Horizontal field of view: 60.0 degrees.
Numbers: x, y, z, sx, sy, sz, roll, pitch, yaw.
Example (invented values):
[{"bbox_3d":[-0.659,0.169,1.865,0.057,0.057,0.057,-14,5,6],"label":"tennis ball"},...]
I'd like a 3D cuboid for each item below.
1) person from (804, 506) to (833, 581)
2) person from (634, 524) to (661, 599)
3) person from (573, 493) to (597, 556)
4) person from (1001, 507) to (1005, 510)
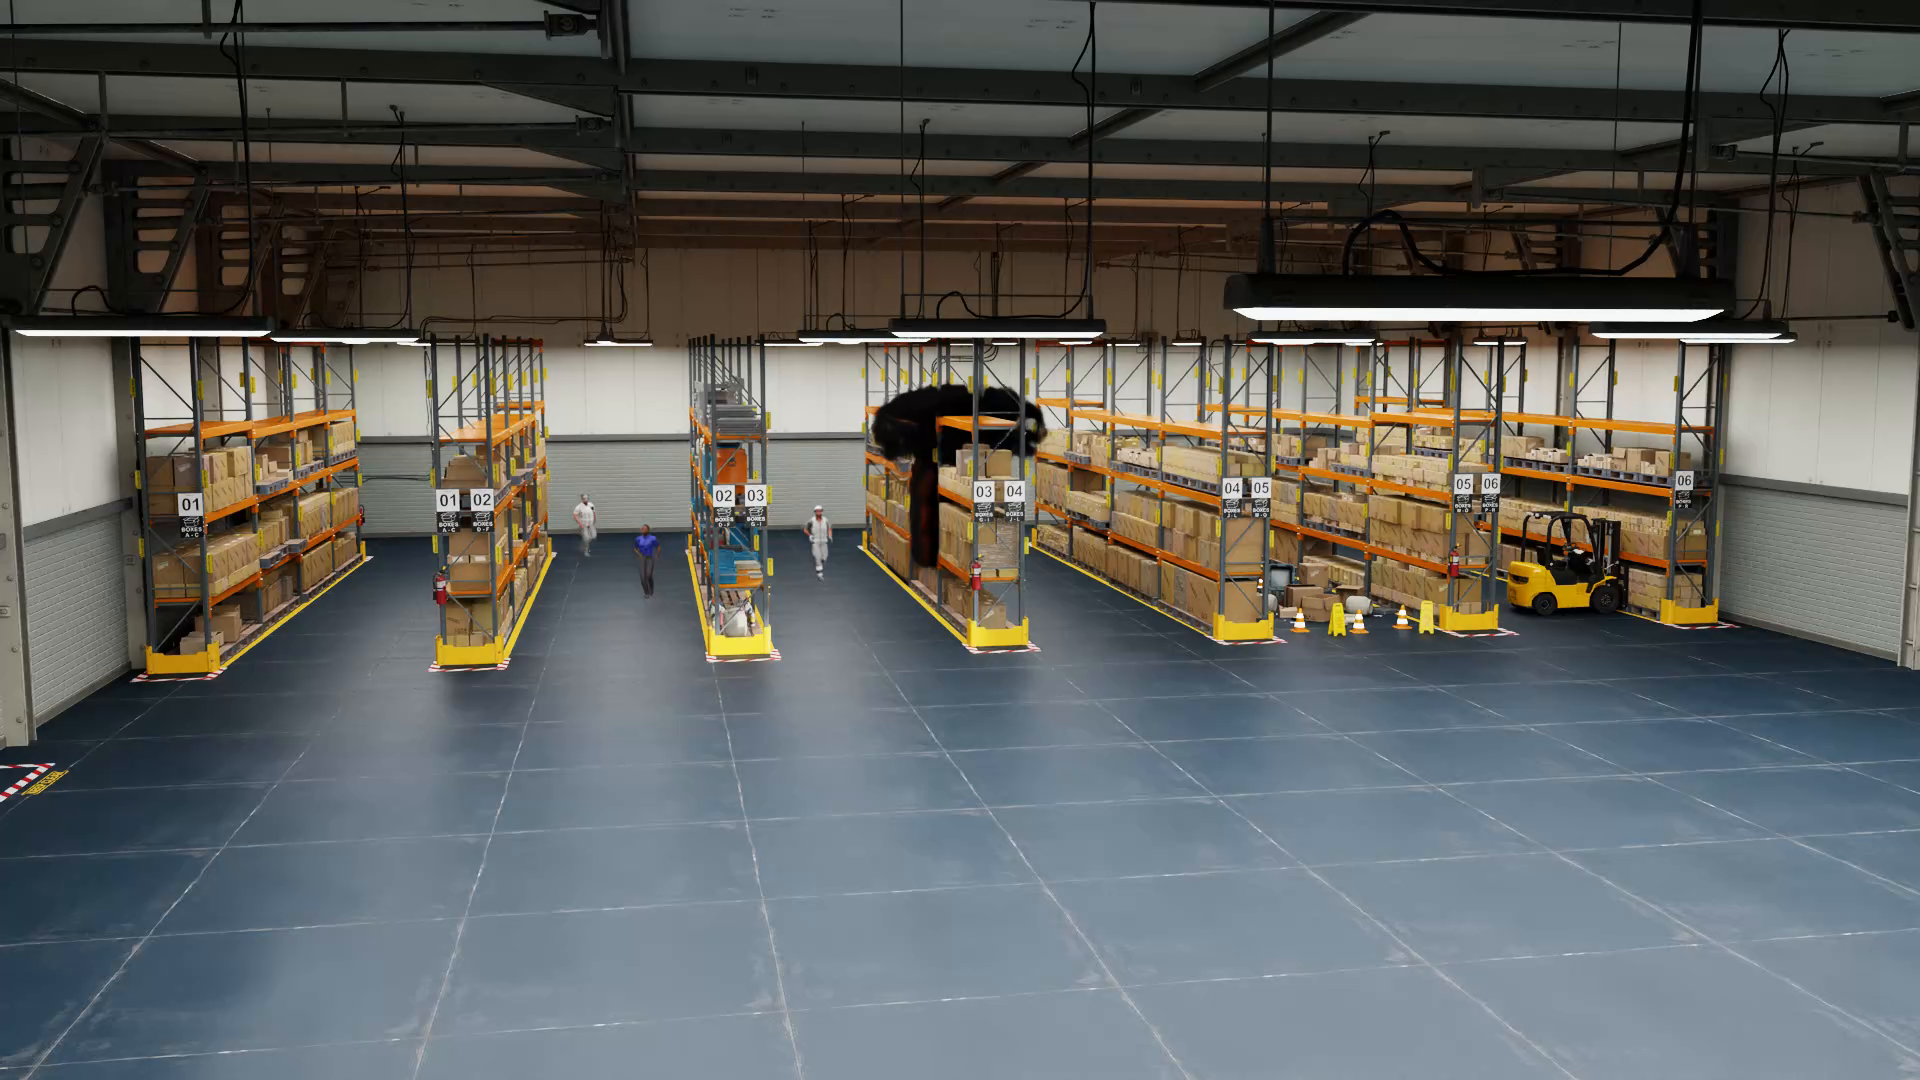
[{"bbox_3d":[-3.355,0.063,39.357,0.655,1.763,0.690,-2,7,-17],"label":"person"},{"bbox_3d":[-6.855,0.474,36.343,0.569,1.631,0.516,0,7,-2],"label":"person"},{"bbox_3d":[-10.383,-0.429,46.255,0.693,1.750,0.539,-6,9,-42],"label":"person"},{"bbox_3d":[1.463,-0.415,46.143,0.686,1.731,0.567,-1,7,-5],"label":"person"}]
